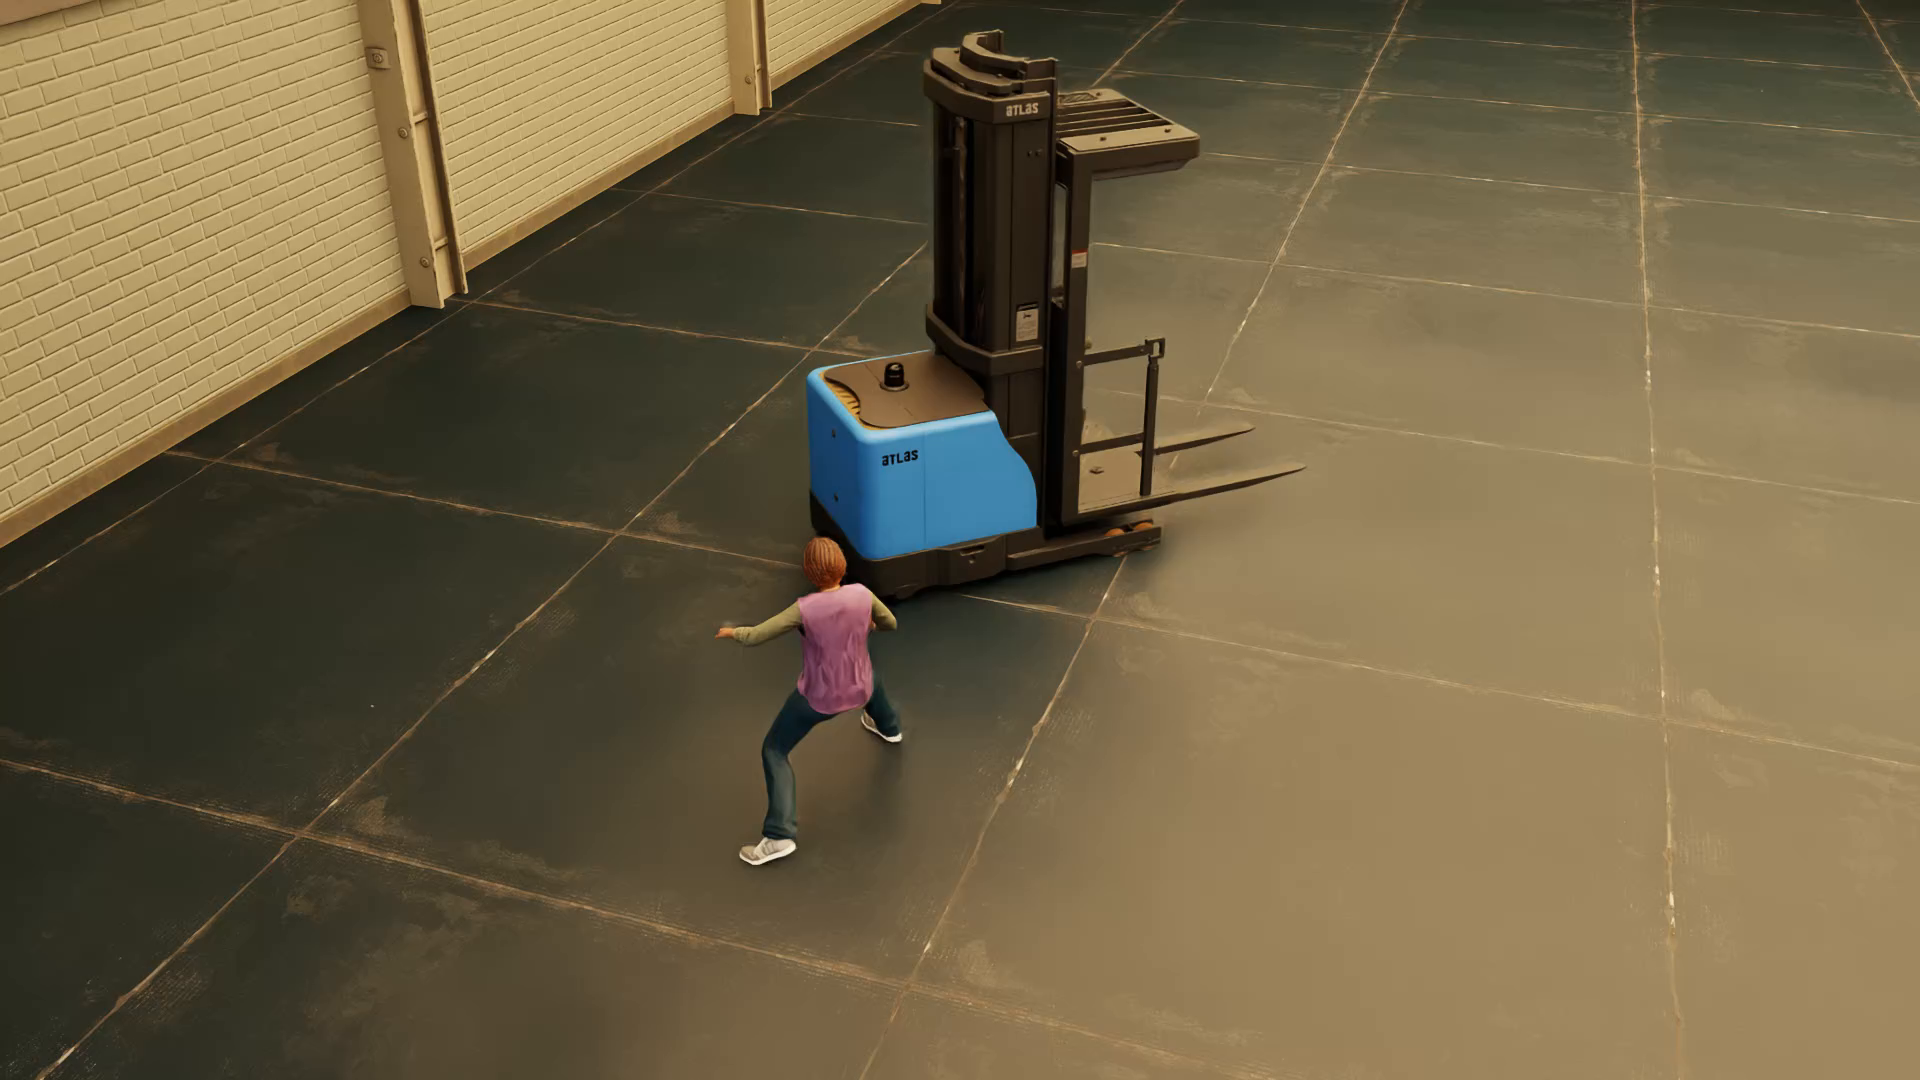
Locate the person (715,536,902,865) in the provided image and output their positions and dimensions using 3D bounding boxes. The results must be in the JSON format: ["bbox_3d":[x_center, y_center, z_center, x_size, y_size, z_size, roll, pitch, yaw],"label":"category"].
[{"bbox_3d":[-0.660,0.604,7.639,1.020,1.412,0.891,-13,32,-21],"label":"person"}]

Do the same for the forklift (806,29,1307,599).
[{"bbox_3d":[0.660,-1.401,9.594,3.031,2.935,1.130,-12,32,-20],"label":"forklift"}]
